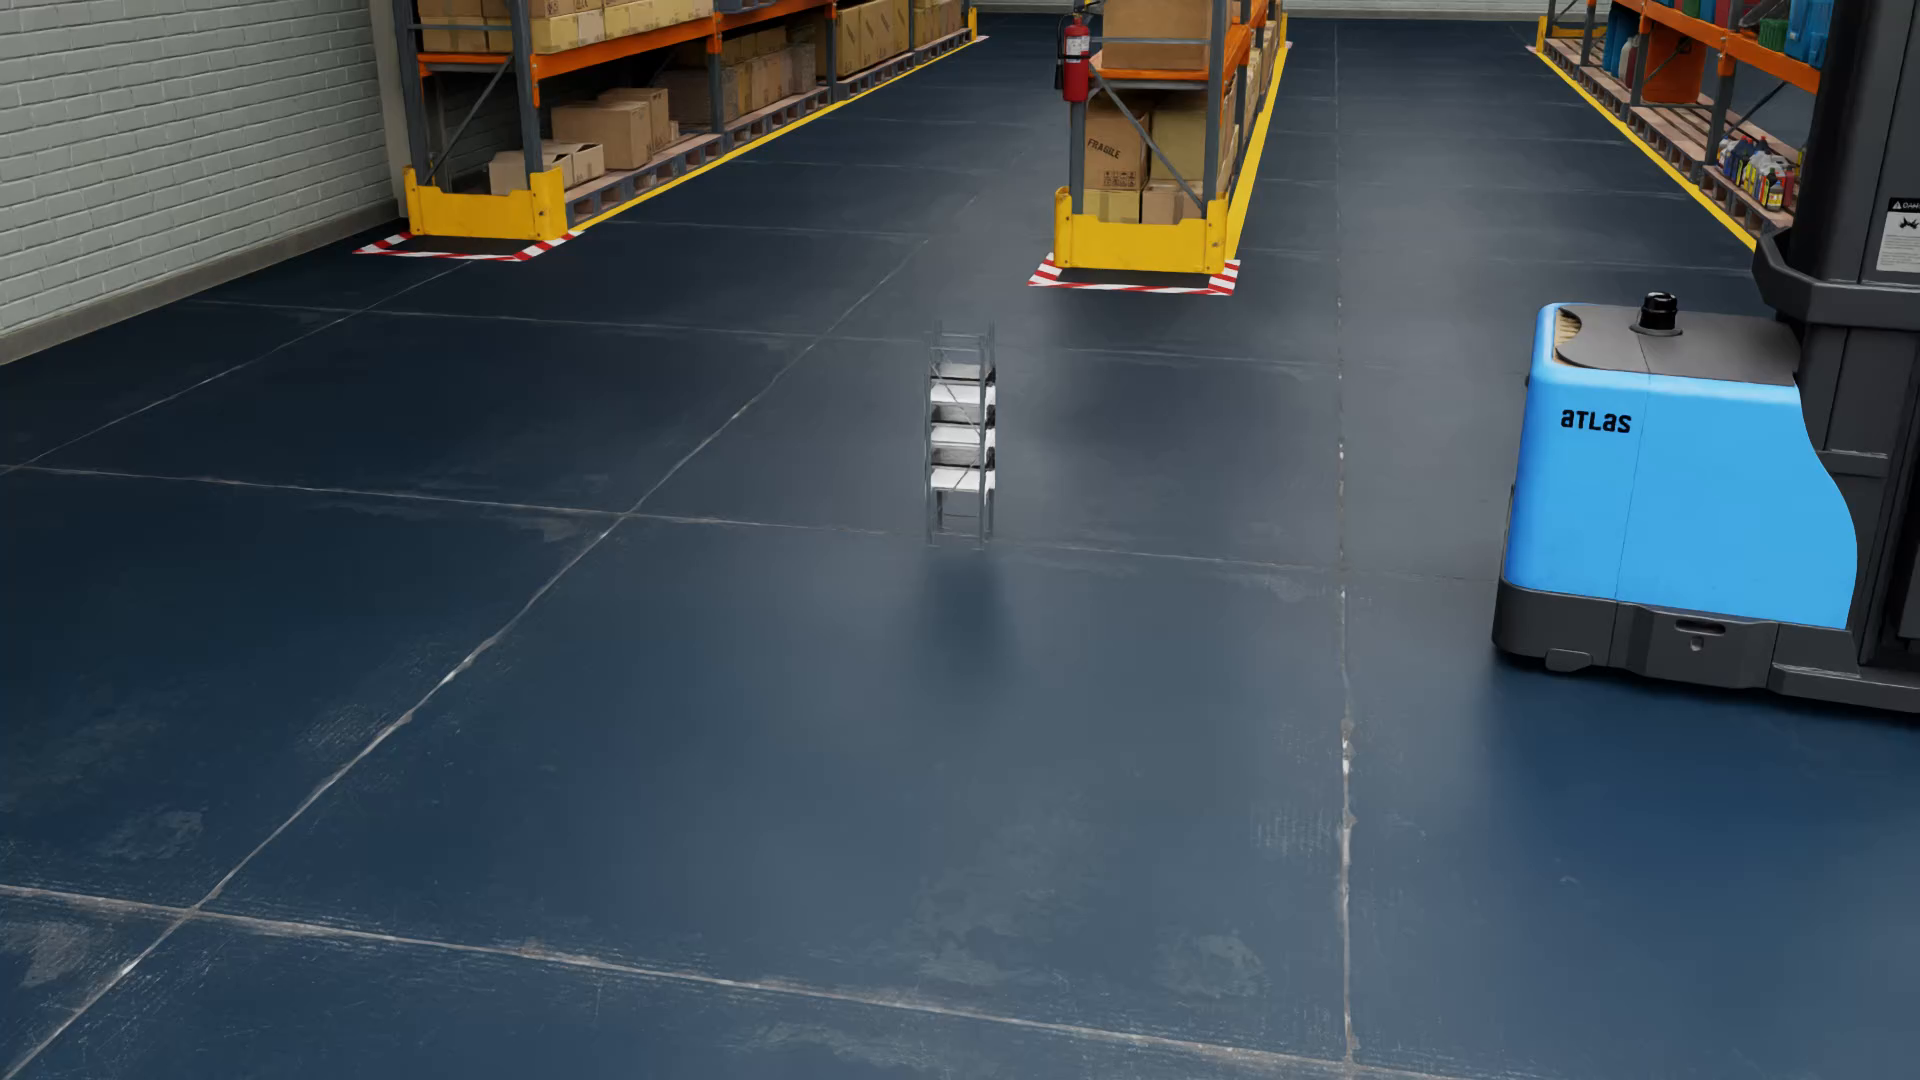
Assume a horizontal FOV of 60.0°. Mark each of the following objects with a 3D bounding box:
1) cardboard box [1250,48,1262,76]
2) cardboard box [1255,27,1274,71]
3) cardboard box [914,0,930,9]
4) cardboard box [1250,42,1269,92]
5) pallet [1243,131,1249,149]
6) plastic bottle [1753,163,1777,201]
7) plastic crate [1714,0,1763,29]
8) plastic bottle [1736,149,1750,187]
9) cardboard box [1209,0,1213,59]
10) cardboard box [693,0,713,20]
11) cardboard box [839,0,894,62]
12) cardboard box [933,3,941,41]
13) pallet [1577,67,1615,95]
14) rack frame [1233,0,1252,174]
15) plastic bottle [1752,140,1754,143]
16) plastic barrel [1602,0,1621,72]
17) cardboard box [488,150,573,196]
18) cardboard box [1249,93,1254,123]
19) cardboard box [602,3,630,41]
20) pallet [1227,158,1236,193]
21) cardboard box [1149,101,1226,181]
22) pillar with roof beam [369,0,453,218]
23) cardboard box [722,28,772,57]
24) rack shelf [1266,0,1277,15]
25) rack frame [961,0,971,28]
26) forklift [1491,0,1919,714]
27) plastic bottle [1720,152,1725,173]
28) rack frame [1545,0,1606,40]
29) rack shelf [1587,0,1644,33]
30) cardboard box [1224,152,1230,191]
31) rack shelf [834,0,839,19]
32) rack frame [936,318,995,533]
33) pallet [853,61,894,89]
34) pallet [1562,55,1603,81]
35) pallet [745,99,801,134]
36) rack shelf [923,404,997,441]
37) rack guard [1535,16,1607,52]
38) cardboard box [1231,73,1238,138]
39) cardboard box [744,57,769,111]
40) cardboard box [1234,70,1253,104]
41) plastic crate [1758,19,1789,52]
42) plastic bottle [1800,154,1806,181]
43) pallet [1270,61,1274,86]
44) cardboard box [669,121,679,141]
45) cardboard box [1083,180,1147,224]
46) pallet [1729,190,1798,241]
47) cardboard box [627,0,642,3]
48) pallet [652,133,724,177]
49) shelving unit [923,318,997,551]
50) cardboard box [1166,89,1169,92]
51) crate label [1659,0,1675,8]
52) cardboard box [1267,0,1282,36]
[{"bbox_3d":[3.022,-5.214,18.153,0.500,0.311,0.500,5,22,12],"label":"cardboard box"},{"bbox_3d":[3.672,-6.187,20.957,0.500,0.500,0.500,5,22,12],"label":"cardboard box"},{"bbox_3d":[-0.644,-7.797,24.115,0.380,0.149,0.250,5,23,13],"label":"cardboard box"},{"bbox_3d":[3.261,-5.434,19.089,0.500,0.500,0.500,5,23,13],"label":"cardboard box"},{"bbox_3d":[2.431,-4.209,17.021,1.003,0.211,1.213,4,22,11],"label":"pallet"},{"bbox_3d":[6.156,-2.727,12.666,0.152,0.276,0.135,4,22,9],"label":"plastic bottle"},{"bbox_3d":[6.719,-4.633,14.257,0.402,0.464,0.583,4,22,11],"label":"plastic crate"},{"bbox_3d":[6.236,-2.957,13.229,0.061,0.283,0.133,5,23,13],"label":"plastic bottle"},{"bbox_3d":[1.466,-3.728,11.961,0.700,0.500,0.500,5,22,12],"label":"cardboard box"},{"bbox_3d":[-2.578,-4.902,15.184,0.500,0.250,0.500,5,22,11],"label":"cardboard box"},{"bbox_3d":[-1.330,-6.709,21.812,0.750,0.750,0.750,5,23,13],"label":"cardboard box"},{"bbox_3d":[-0.680,-7.756,24.881,0.700,0.500,0.500,5,22,12],"label":"cardboard box"},{"bbox_3d":[8.354,-5.757,20.864,1.003,0.211,1.213,4,22,11],"label":"pallet"},{"bbox_3d":[2.072,-4.782,14.712,1.000,3.000,0.127,4,22,11],"label":"rack frame"},{"bbox_3d":[6.491,-3.136,13.672,0.061,0.283,0.133,4,22,11],"label":"plastic bottle"},{"bbox_3d":[8.425,-6.353,20.859,0.600,0.901,0.708,4,22,11],"label":"plastic barrel"},{"bbox_3d":[-3.365,-2.899,13.046,0.500,0.311,0.500,2,22,5],"label":"cardboard box"},{"bbox_3d":[2.710,-4.393,16.864,0.500,0.250,0.500,5,22,12],"label":"cardboard box"},{"bbox_3d":[-2.982,-4.166,13.357,0.500,0.250,0.500,4,22,10],"label":"cardboard box"},{"bbox_3d":[1.869,-3.201,14.519,1.003,0.211,1.213,4,22,11],"label":"pallet"},{"bbox_3d":[1.683,-2.949,12.275,0.500,0.500,0.500,4,22,11],"label":"cardboard box"},{"bbox_3d":[-0.084,-6.472,10.878,9.100,9.000,0.400,4,22,11],"label":"pillar with roof beam"},{"bbox_3d":[-2.336,-5.354,17.886,0.500,0.250,0.500,4,22,11],"label":"cardboard box"},{"bbox_3d":[3.296,-6.643,20.295,1.077,0.370,4.000,4,22,11],"label":"rack shelf"},{"bbox_3d":[-0.330,-9.547,26.544,1.000,3.000,0.127,4,22,11],"label":"rack frame"},{"bbox_3d":[3.424,-0.909,5.187,3.031,2.935,1.130,7,23,18],"label":"forklift"},{"bbox_3d":[6.385,-3.152,13.821,0.097,0.201,0.097,0,22,0],"label":"plastic bottle"},{"bbox_3d":[9.369,-8.792,24.668,1.000,3.000,0.127,4,22,11],"label":"rack frame"},{"bbox_3d":[8.145,-6.264,19.354,1.077,0.370,4.000,4,22,11],"label":"rack shelf"},{"bbox_3d":[1.891,-2.966,13.322,0.500,0.250,0.500,4,22,11],"label":"cardboard box"},{"bbox_3d":[-1.554,-7.019,21.230,1.077,0.370,4.000,4,22,11],"label":"rack shelf"},{"bbox_3d":[0.022,-0.458,6.785,0.240,0.900,0.006,4,22,11],"label":"rack frame"},{"bbox_3d":[-1.476,-6.055,21.606,1.003,0.211,1.213,4,22,11],"label":"pallet"},{"bbox_3d":[8.665,-6.307,22.232,1.003,0.211,1.213,4,22,11],"label":"pallet"},{"bbox_3d":[-2.374,-4.597,17.986,1.003,0.211,1.213,4,22,11],"label":"pallet"},{"bbox_3d":[0.002,-0.473,6.672,0.258,0.077,0.200,4,22,11],"label":"rack shelf"},{"bbox_3d":[9.361,-7.642,25.160,1.175,0.500,0.348,4,22,11],"label":"rack guard"},{"bbox_3d":[2.078,-3.681,14.093,0.500,0.500,0.500,4,22,11],"label":"cardboard box"},{"bbox_3d":[-2.444,-4.850,17.637,0.700,0.500,0.500,5,22,12],"label":"cardboard box"},{"bbox_3d":[2.612,-4.466,16.295,0.500,0.311,0.500,4,22,9],"label":"cardboard box"},{"bbox_3d":[6.367,-3.830,12.632,0.450,0.188,0.662,4,22,11],"label":"plastic crate"},{"bbox_3d":[6.882,-3.018,13.390,0.152,0.276,0.135,4,22,11],"label":"plastic bottle"},{"bbox_3d":[3.575,-6.114,21.752,1.003,0.211,1.213,4,22,11],"label":"pallet"},{"bbox_3d":[-2.858,-3.850,15.602,0.380,0.166,0.250,2,22,4],"label":"cardboard box"},{"bbox_3d":[1.076,-2.457,12.058,0.500,0.250,0.500,4,22,11],"label":"cardboard box"},{"bbox_3d":[6.496,-2.420,12.579,1.003,0.211,1.213,4,22,11],"label":"pallet"},{"bbox_3d":[-2.887,-4.693,13.661,0.500,0.500,0.500,5,23,13],"label":"cardboard box"},{"bbox_3d":[-2.881,-3.617,15.551,1.003,0.211,1.213,4,22,11],"label":"pallet"},{"bbox_3d":[0.002,-0.420,6.693,0.258,0.900,0.210,4,22,11],"label":"shelving unit"},{"bbox_3d":[1.467,-3.538,13.738,0.500,0.500,0.500,4,22,11],"label":"cardboard box"},{"bbox_3d":[7.269,-5.540,16.546,0.502,0.435,0.616,4,22,11],"label":"crate label"},{"bbox_3d":[4.651,-7.998,25.454,0.500,0.500,0.500,4,22,11],"label":"cardboard box"}]
